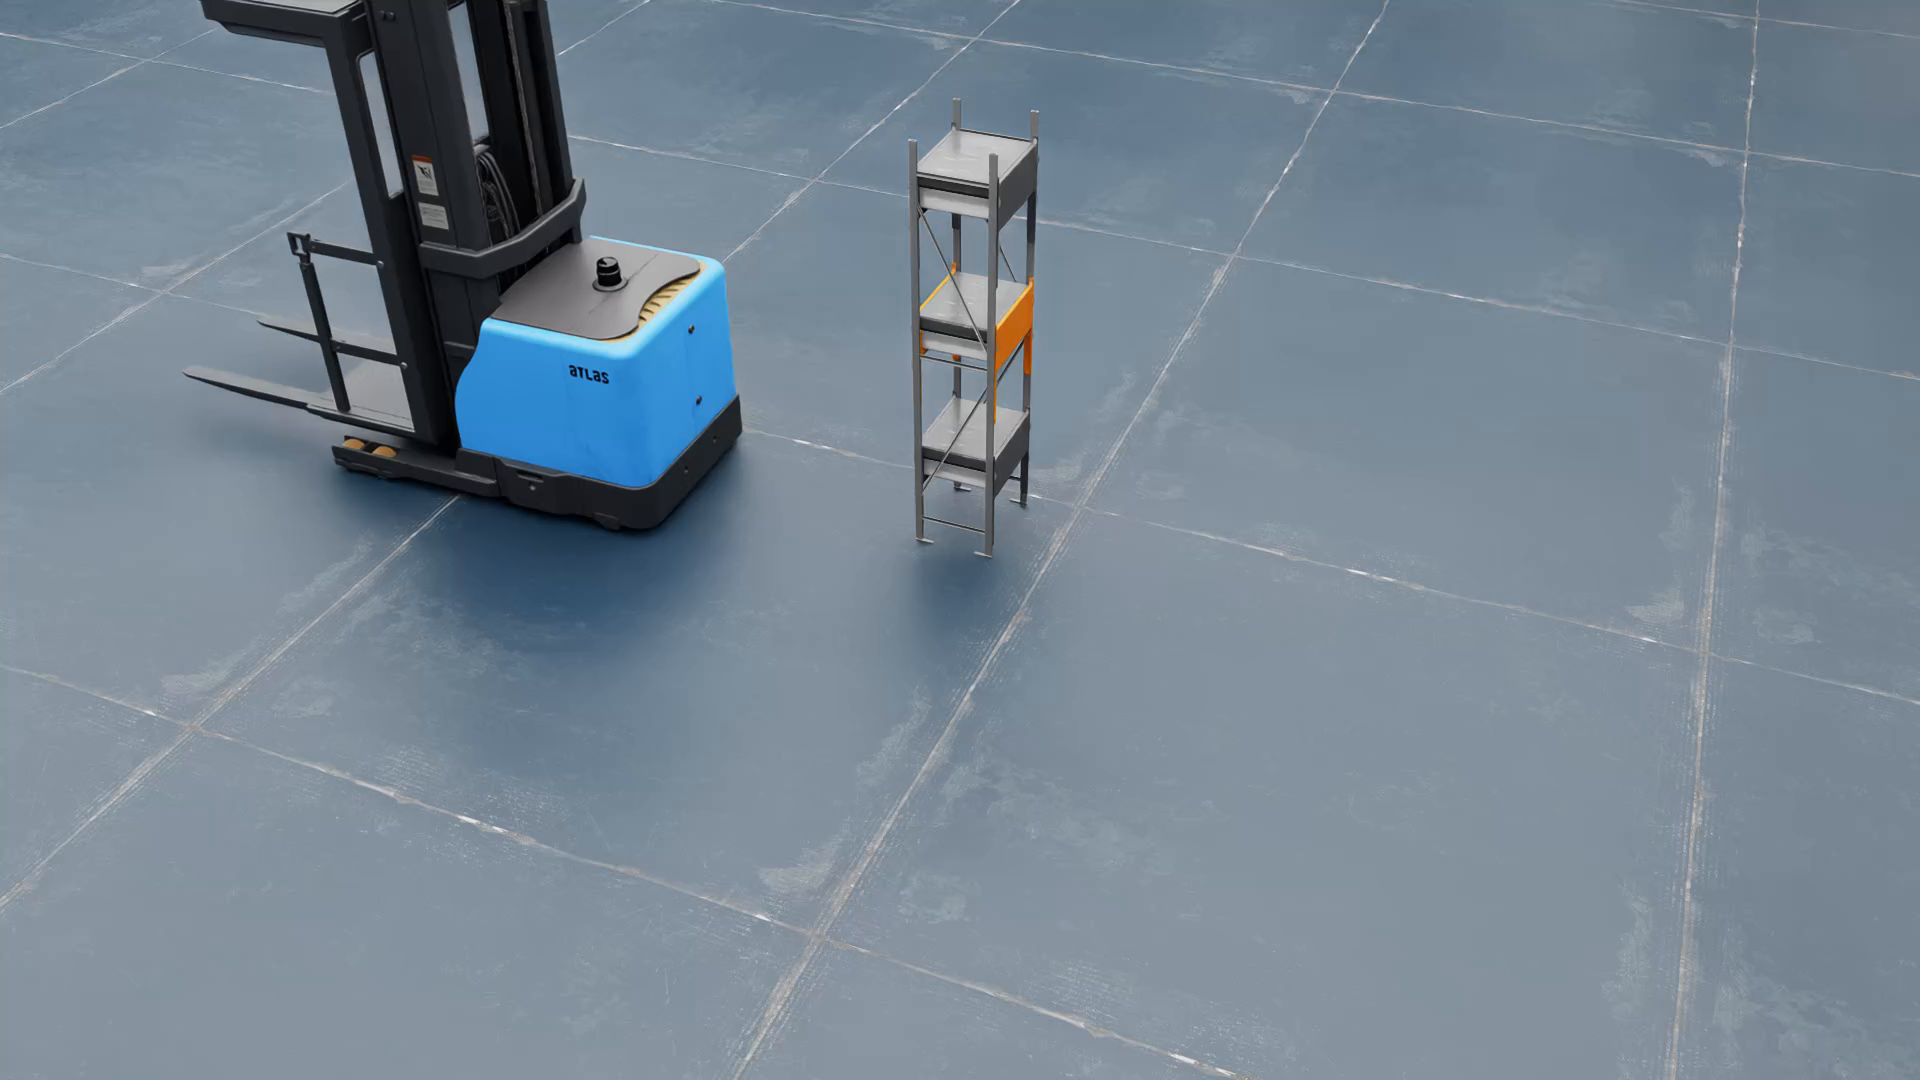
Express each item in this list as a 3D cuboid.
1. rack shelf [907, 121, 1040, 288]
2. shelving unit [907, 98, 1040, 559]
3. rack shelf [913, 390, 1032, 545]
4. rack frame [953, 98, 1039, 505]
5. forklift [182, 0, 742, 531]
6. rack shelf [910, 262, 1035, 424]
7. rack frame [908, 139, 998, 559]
[{"bbox_3d":[0.063,-1.482,7.333,0.431,0.518,0.480,14,39,18],"label":"rack shelf"},{"bbox_3d":[0.063,-0.933,7.744,0.431,2.100,0.503,14,39,18],"label":"shelving unit"},{"bbox_3d":[0.063,-0.361,8.171,0.431,0.518,0.480,14,39,18],"label":"rack shelf"},{"bbox_3d":[0.156,-1.068,7.925,0.400,2.100,0.015,14,39,18],"label":"rack frame"},{"bbox_3d":[-2.736,-1.774,8.175,3.031,2.935,1.130,13,39,17],"label":"forklift"},{"bbox_3d":[0.063,-0.922,7.752,0.431,0.518,0.480,14,39,18],"label":"rack shelf"},{"bbox_3d":[-0.030,-0.798,7.563,0.400,2.100,0.015,14,39,18],"label":"rack frame"}]
